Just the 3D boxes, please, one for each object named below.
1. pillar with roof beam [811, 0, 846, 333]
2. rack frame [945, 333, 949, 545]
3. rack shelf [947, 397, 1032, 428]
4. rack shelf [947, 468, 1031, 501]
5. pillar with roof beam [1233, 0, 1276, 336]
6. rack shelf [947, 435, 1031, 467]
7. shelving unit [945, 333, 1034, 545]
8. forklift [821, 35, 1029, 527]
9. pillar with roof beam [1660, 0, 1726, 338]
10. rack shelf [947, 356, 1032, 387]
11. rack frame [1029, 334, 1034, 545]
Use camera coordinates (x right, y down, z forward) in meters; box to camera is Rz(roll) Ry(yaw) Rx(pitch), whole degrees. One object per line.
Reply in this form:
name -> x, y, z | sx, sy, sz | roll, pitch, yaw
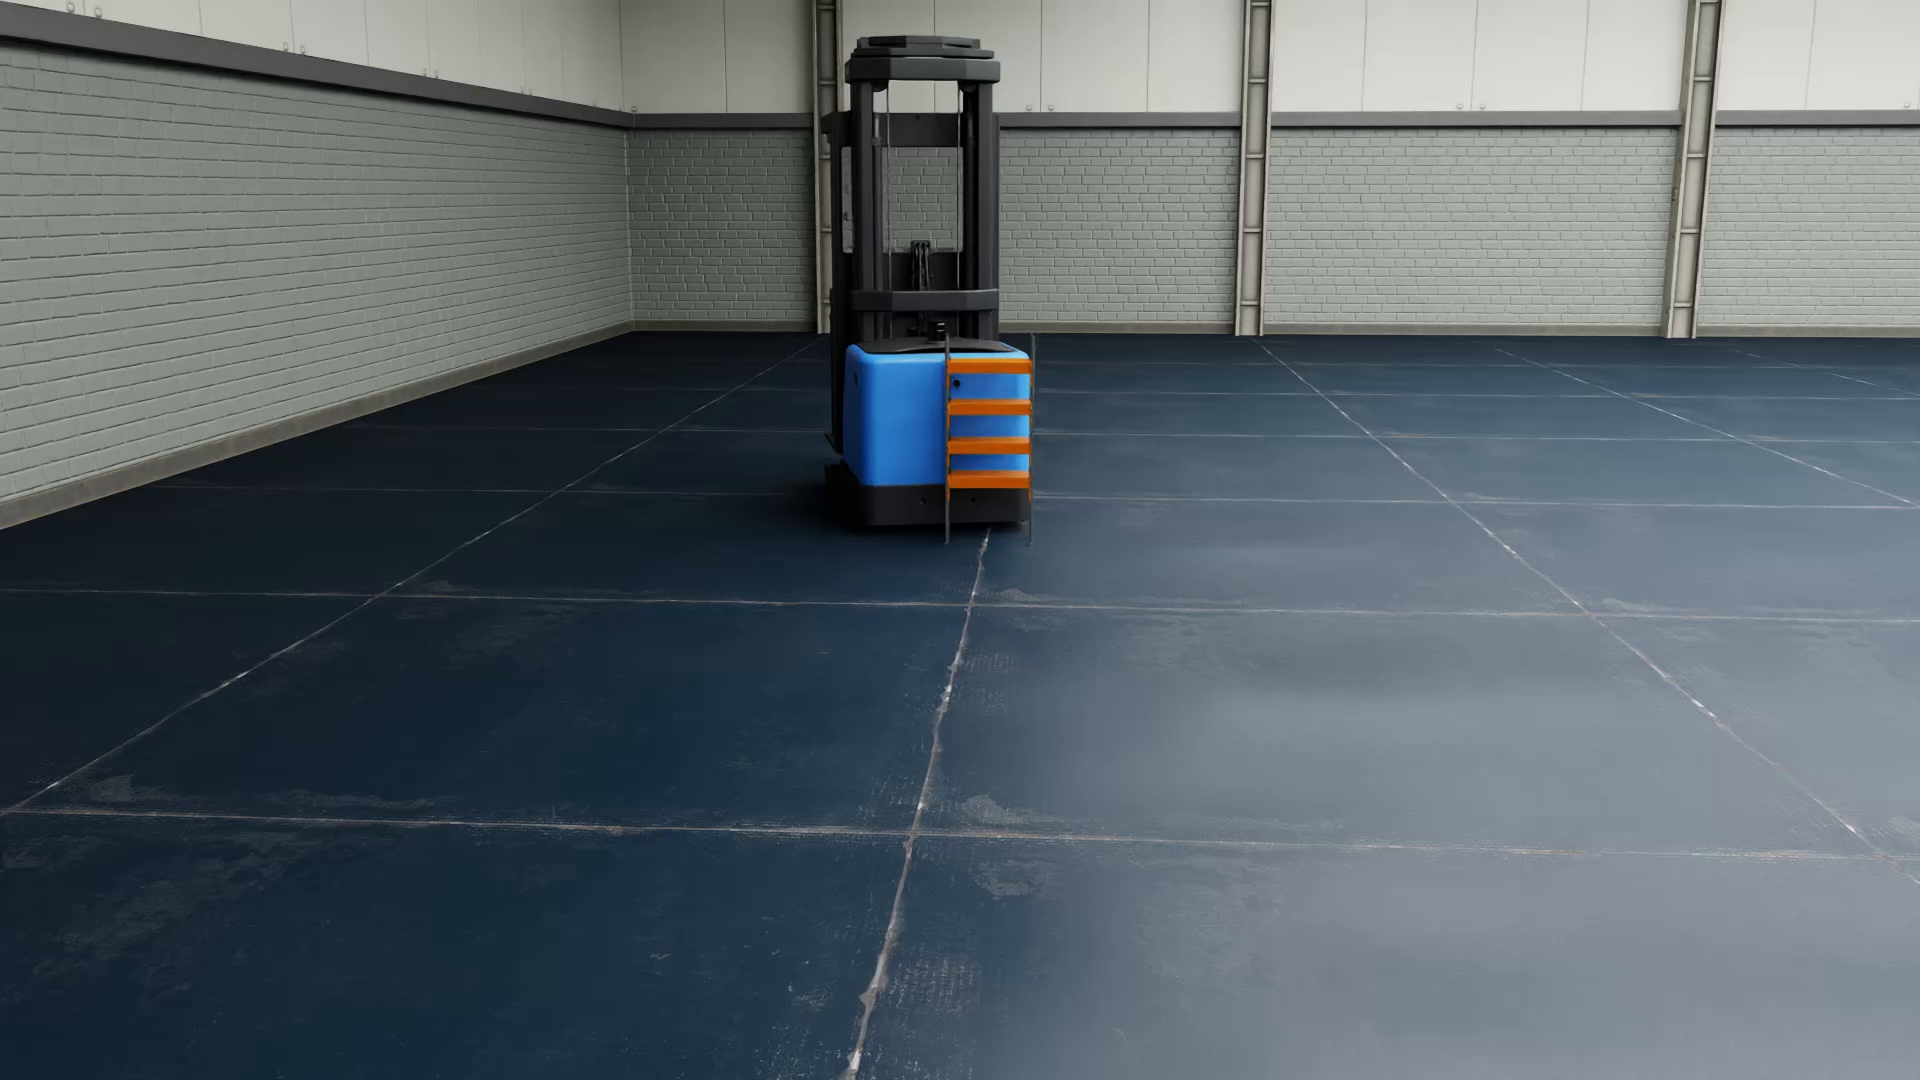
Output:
pillar with roof beam -> -2.147, -6.549, 19.097 | 0.400, 9.000, 9.100 | 1, 12, 4
rack frame -> -0.074, -0.584, 9.628 | 0.015, 1.200, 0.240 | 0, 12, 1
rack shelf -> 0.170, -0.736, 9.591 | 0.480, 0.148, 0.258 | 0, 12, 1
rack shelf -> 0.170, -0.323, 9.678 | 0.480, 0.148, 0.258 | 0, 12, 1
pillar with roof beam -> 3.839, -6.467, 18.704 | 0.400, 9.000, 9.100 | 1, 12, 4
rack shelf -> 0.170, -0.517, 9.637 | 0.480, 0.148, 0.258 | 0, 12, 1
shelving unit -> 0.170, -0.583, 9.623 | 0.503, 1.200, 0.258 | 0, 12, 1
forklift -> -0.330, -1.767, 11.056 | 1.130, 2.935, 3.031 | -2, 12, -10
pillar with roof beam -> 9.826, -6.385, 18.312 | 0.400, 9.000, 9.100 | 1, 12, 4
rack shelf -> 0.170, -0.967, 9.543 | 0.480, 0.148, 0.258 | 0, 12, 1
rack frame -> 0.414, -0.582, 9.619 | 0.015, 1.200, 0.240 | 0, 12, 1
